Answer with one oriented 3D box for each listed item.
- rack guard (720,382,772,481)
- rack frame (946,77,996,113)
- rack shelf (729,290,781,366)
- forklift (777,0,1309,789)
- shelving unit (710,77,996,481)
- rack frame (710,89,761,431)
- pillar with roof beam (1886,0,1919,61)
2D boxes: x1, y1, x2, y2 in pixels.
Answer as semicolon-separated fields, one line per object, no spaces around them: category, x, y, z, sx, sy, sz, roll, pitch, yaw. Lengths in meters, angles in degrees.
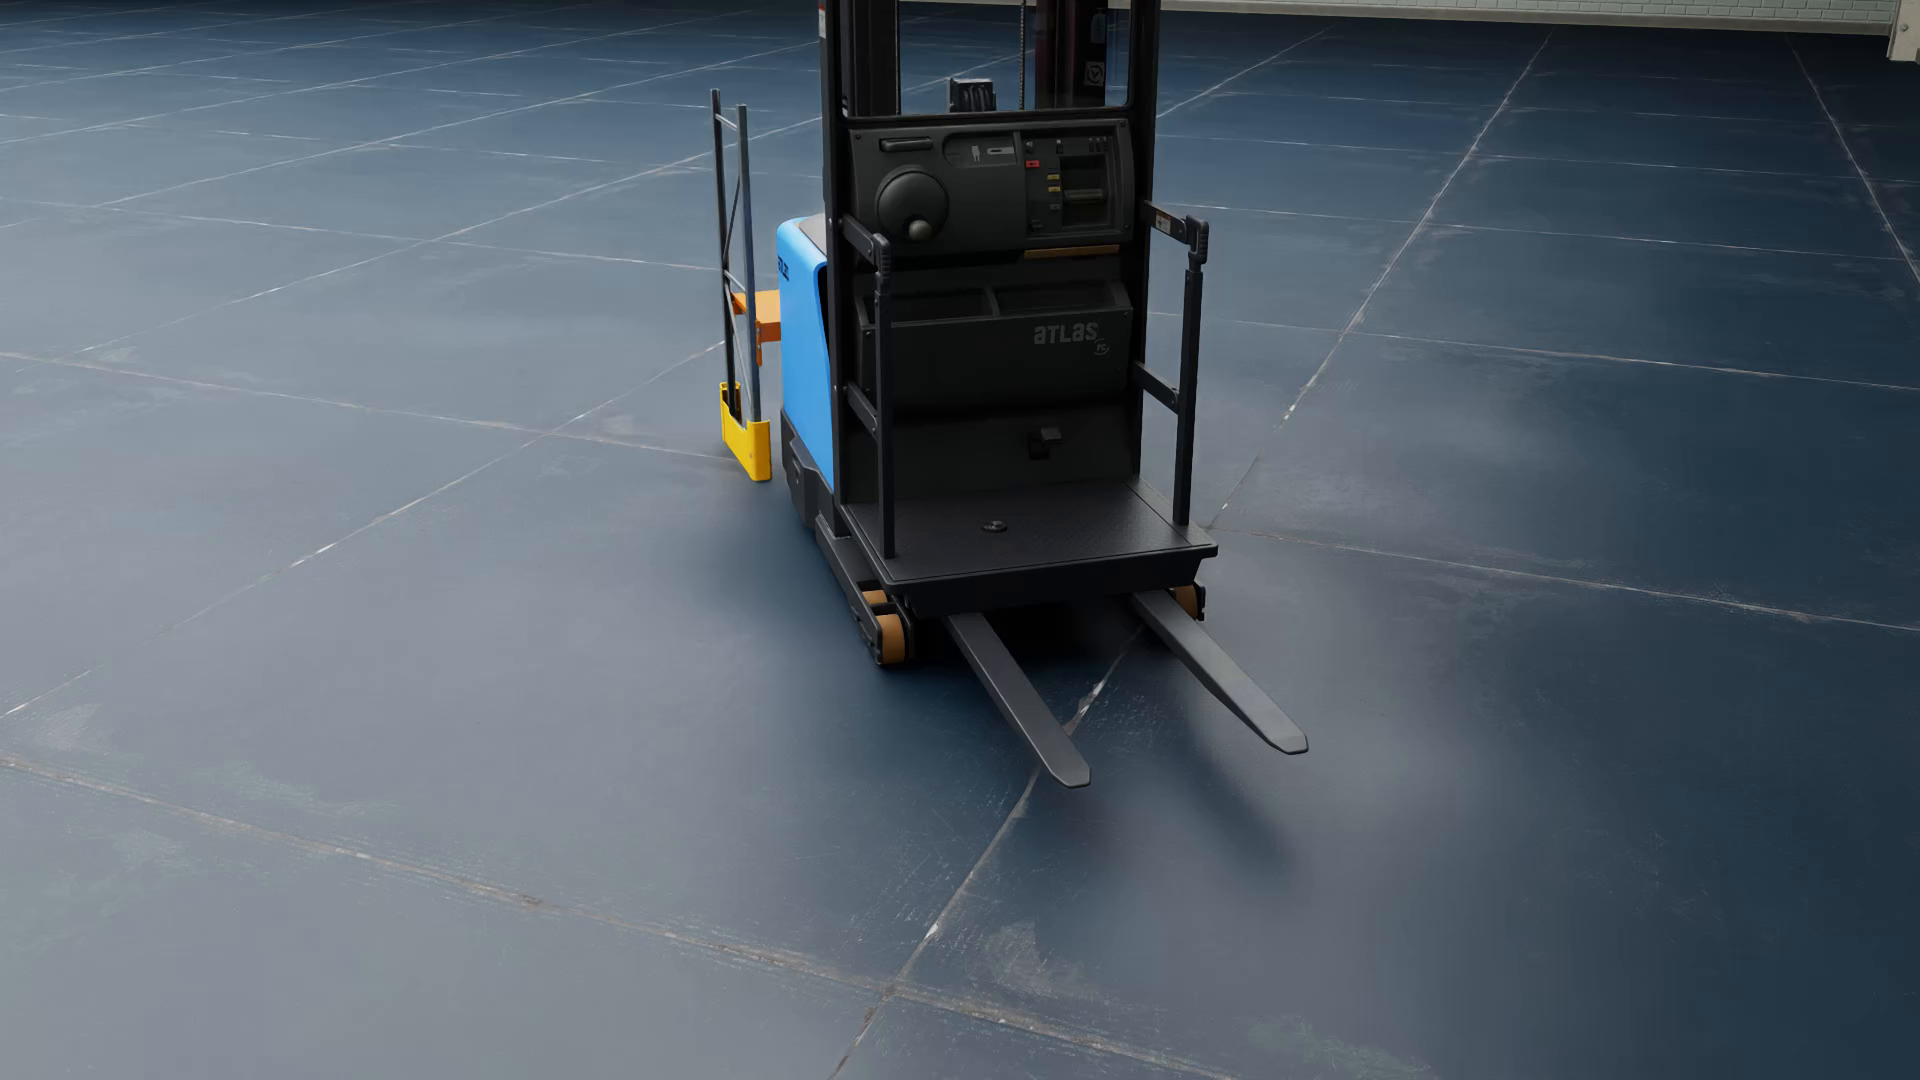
rack guard;-0.910;-0.467;7.043;0.087;0.250;0.587;-8;24;-19
rack frame;0.043;-1.179;7.128;0.032;1.500;0.500;-8;24;-19
rack shelf;-0.434;-0.945;7.034;1.000;0.185;0.538;-8;24;-19
forklift;0.173;-1.121;5.131;1.130;2.935;3.031;-6;23;-15
shelving unit;-0.443;-1.110;6.962;1.083;1.500;0.587;-8;24;-19
rack frame;-0.911;-1.043;6.802;0.032;1.500;0.500;-8;24;-19
pillar with roof beam;7.529;-10.655;20.084;9.100;9.000;0.400;9;24;20
